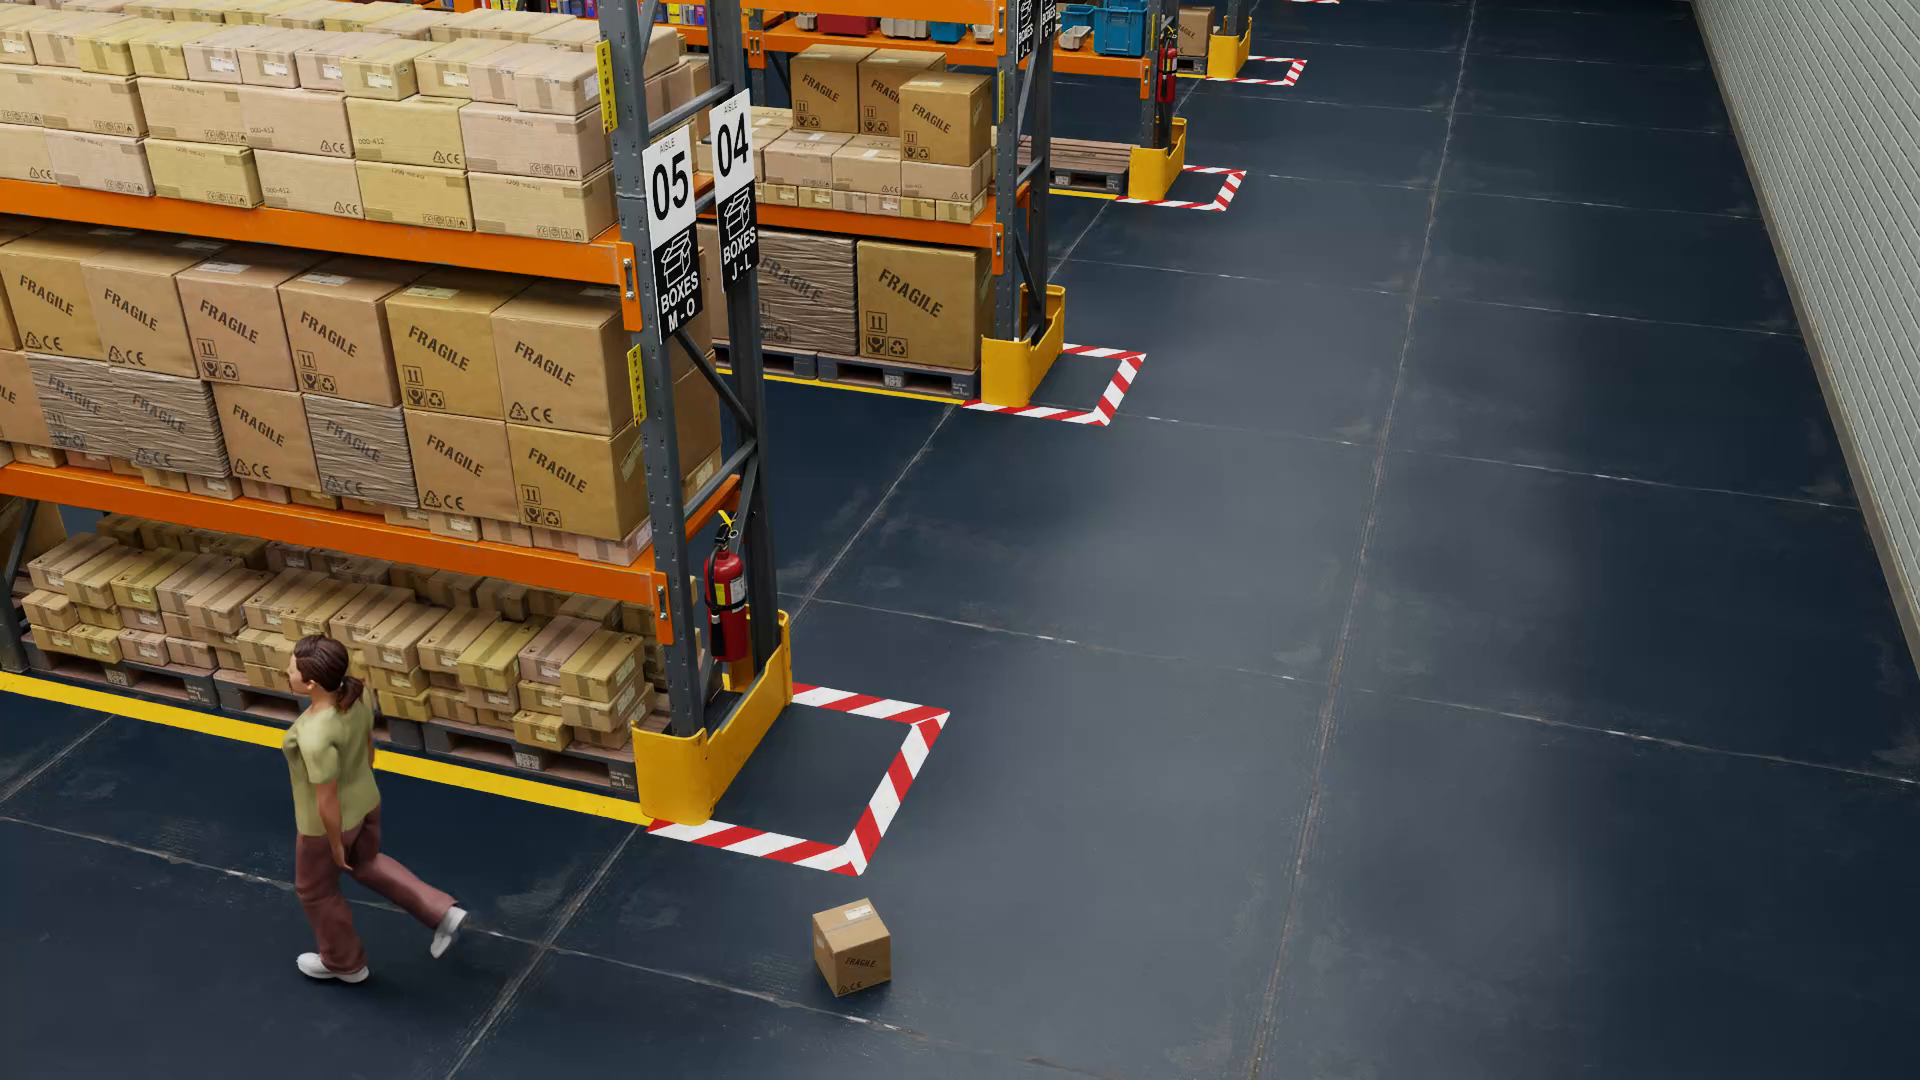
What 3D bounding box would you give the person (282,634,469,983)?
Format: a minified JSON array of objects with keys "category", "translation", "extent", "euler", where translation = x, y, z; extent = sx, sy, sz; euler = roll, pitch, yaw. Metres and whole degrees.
[{"category":"person","translation":[-2.395,1.084,6.549],"extent":[0.730,1.648,0.439],"euler":[7,30,11]}]
